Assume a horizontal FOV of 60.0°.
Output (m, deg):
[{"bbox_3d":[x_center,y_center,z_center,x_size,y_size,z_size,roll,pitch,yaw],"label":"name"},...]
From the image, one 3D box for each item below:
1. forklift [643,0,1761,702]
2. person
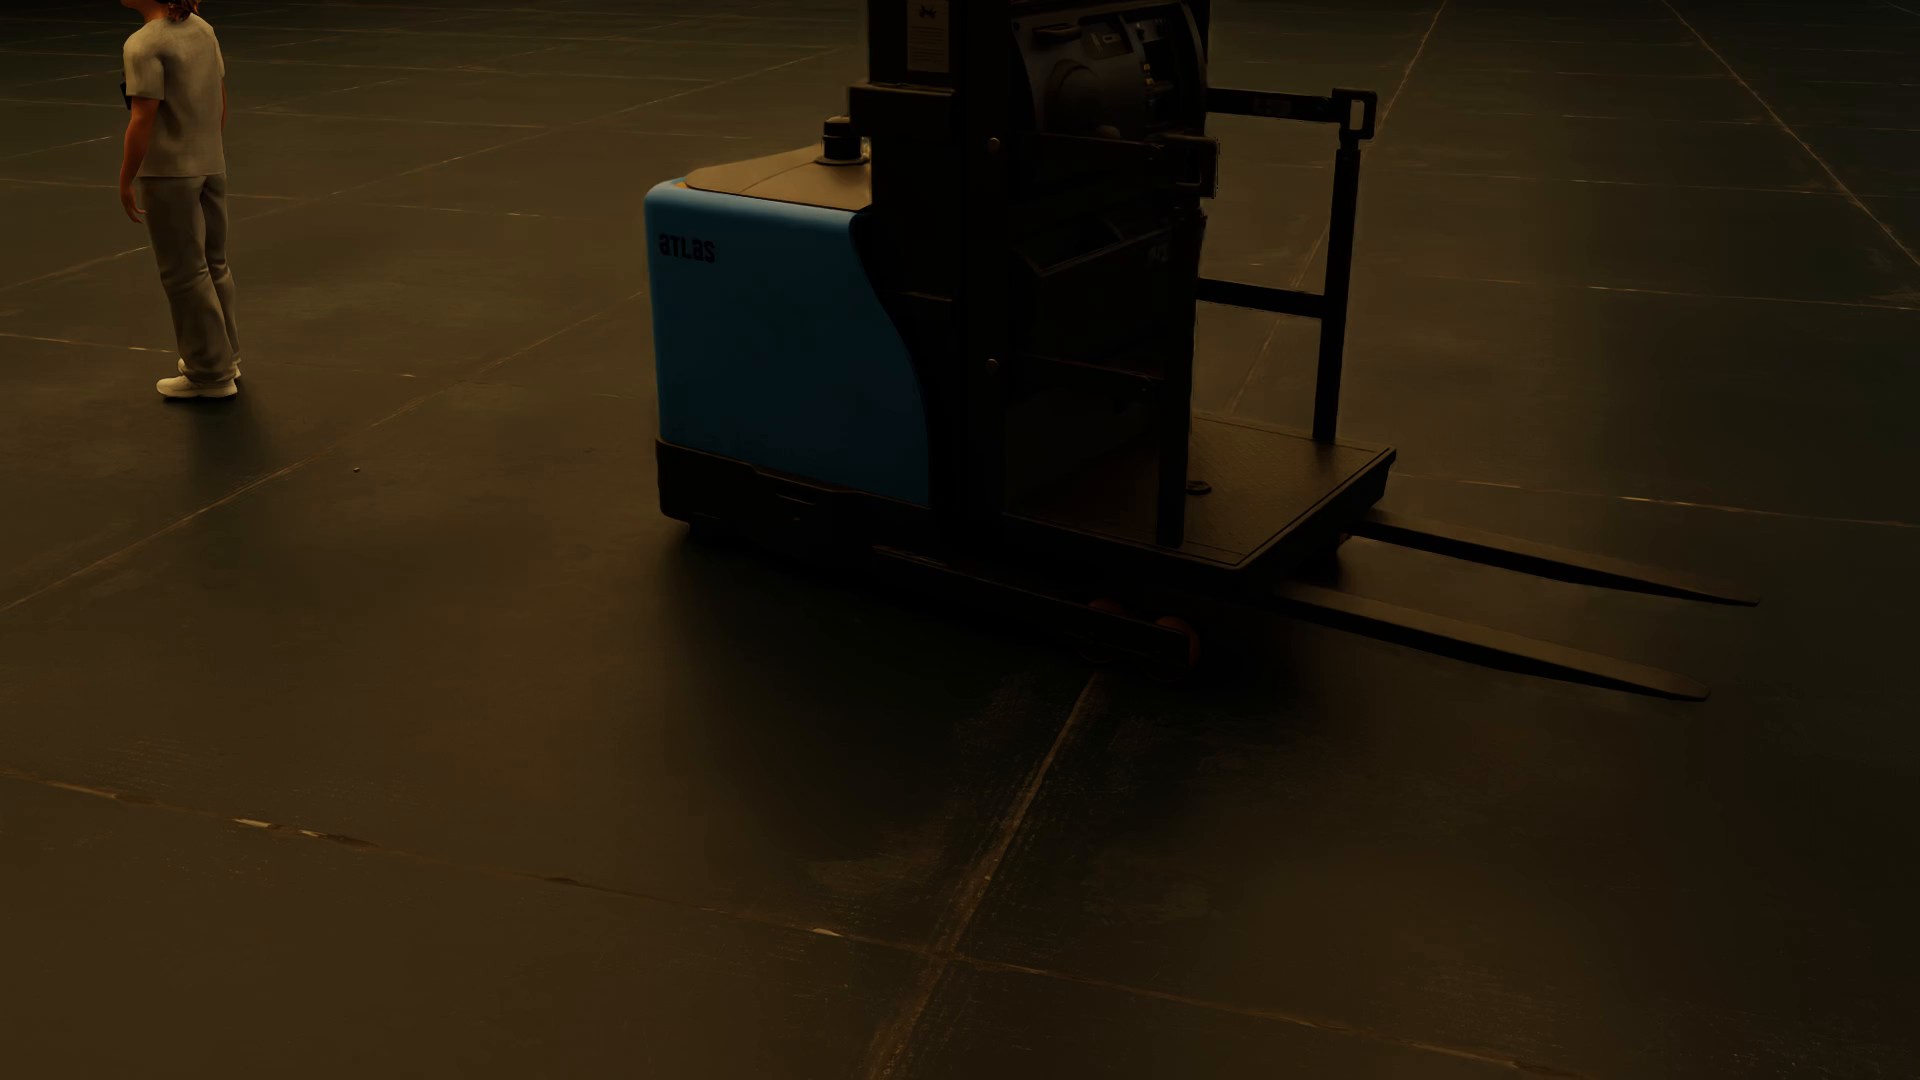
[{"bbox_3d":[0.576,-1.222,4.241,3.031,2.935,1.130,14,26,31],"label":"forklift"},{"bbox_3d":[-2.942,-1.345,6.162,0.549,1.675,0.549,5,23,11],"label":"person"}]
